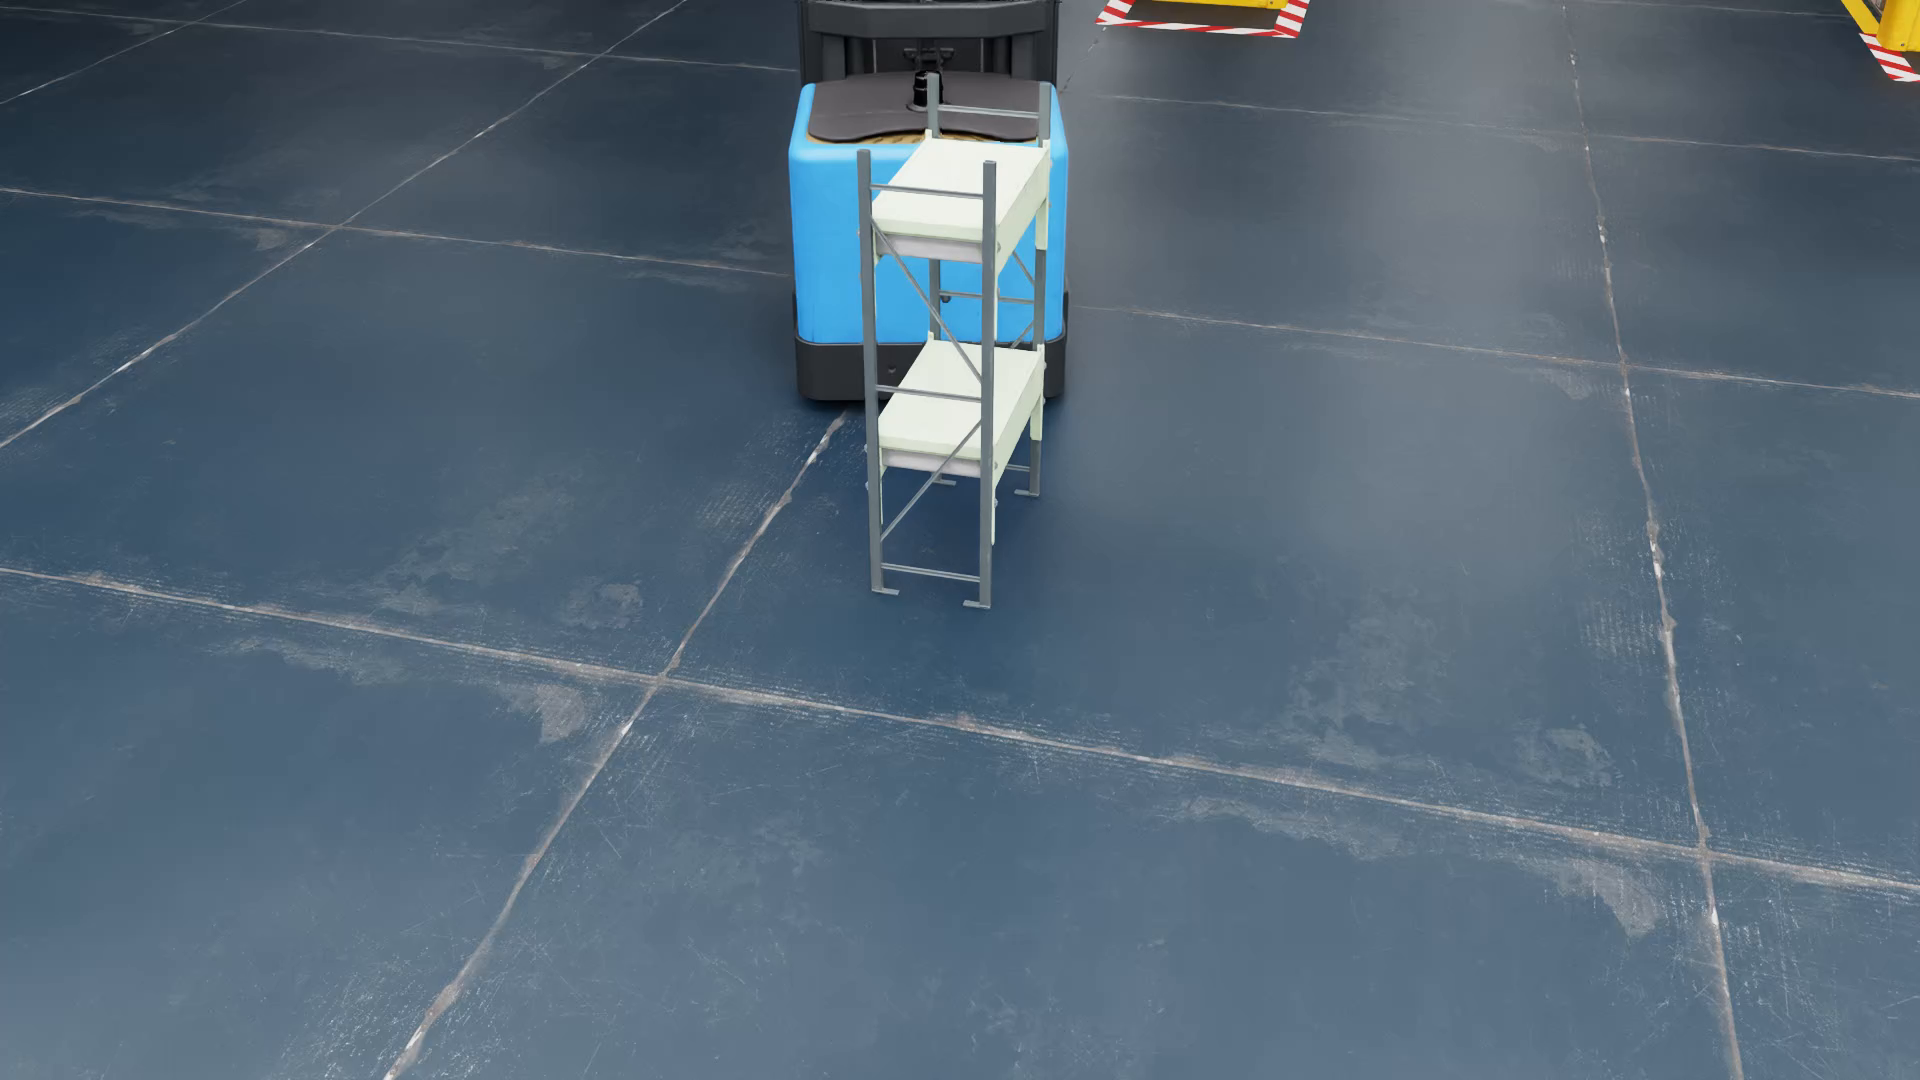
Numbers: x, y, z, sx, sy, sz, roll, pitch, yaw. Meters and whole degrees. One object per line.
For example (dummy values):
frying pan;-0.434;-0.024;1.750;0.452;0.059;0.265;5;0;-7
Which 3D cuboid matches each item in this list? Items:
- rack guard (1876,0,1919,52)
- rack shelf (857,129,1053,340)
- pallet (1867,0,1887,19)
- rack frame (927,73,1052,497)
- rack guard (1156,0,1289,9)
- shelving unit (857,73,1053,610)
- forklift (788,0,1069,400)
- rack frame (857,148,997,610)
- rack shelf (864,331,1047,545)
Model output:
rack guard;6.569;-3.380;10.601;1.175;0.500;0.348;8;33;12
rack shelf;-0.002;-0.959;5.133;0.431;0.370;0.720;8;33;12
pallet;6.809;-3.675;11.334;1.003;0.211;1.213;8;33;12
rack frame;0.091;-0.819;5.641;0.400;1.500;0.023;8;33;12
rack guard;1.733;-4.061;11.672;1.175;0.500;0.348;8;33;12
shelving unit;-0.002;-0.629;5.342;0.431;1.500;0.755;8;33;12
forklift;-0.136;-2.535;7.005;1.130;2.935;3.031;0;32;-1
rack frame;-0.095;-0.440;5.043;0.400;1.500;0.023;8;33;12
rack shelf;-0.002;-0.354;5.517;0.431;0.370;0.720;8;33;12
